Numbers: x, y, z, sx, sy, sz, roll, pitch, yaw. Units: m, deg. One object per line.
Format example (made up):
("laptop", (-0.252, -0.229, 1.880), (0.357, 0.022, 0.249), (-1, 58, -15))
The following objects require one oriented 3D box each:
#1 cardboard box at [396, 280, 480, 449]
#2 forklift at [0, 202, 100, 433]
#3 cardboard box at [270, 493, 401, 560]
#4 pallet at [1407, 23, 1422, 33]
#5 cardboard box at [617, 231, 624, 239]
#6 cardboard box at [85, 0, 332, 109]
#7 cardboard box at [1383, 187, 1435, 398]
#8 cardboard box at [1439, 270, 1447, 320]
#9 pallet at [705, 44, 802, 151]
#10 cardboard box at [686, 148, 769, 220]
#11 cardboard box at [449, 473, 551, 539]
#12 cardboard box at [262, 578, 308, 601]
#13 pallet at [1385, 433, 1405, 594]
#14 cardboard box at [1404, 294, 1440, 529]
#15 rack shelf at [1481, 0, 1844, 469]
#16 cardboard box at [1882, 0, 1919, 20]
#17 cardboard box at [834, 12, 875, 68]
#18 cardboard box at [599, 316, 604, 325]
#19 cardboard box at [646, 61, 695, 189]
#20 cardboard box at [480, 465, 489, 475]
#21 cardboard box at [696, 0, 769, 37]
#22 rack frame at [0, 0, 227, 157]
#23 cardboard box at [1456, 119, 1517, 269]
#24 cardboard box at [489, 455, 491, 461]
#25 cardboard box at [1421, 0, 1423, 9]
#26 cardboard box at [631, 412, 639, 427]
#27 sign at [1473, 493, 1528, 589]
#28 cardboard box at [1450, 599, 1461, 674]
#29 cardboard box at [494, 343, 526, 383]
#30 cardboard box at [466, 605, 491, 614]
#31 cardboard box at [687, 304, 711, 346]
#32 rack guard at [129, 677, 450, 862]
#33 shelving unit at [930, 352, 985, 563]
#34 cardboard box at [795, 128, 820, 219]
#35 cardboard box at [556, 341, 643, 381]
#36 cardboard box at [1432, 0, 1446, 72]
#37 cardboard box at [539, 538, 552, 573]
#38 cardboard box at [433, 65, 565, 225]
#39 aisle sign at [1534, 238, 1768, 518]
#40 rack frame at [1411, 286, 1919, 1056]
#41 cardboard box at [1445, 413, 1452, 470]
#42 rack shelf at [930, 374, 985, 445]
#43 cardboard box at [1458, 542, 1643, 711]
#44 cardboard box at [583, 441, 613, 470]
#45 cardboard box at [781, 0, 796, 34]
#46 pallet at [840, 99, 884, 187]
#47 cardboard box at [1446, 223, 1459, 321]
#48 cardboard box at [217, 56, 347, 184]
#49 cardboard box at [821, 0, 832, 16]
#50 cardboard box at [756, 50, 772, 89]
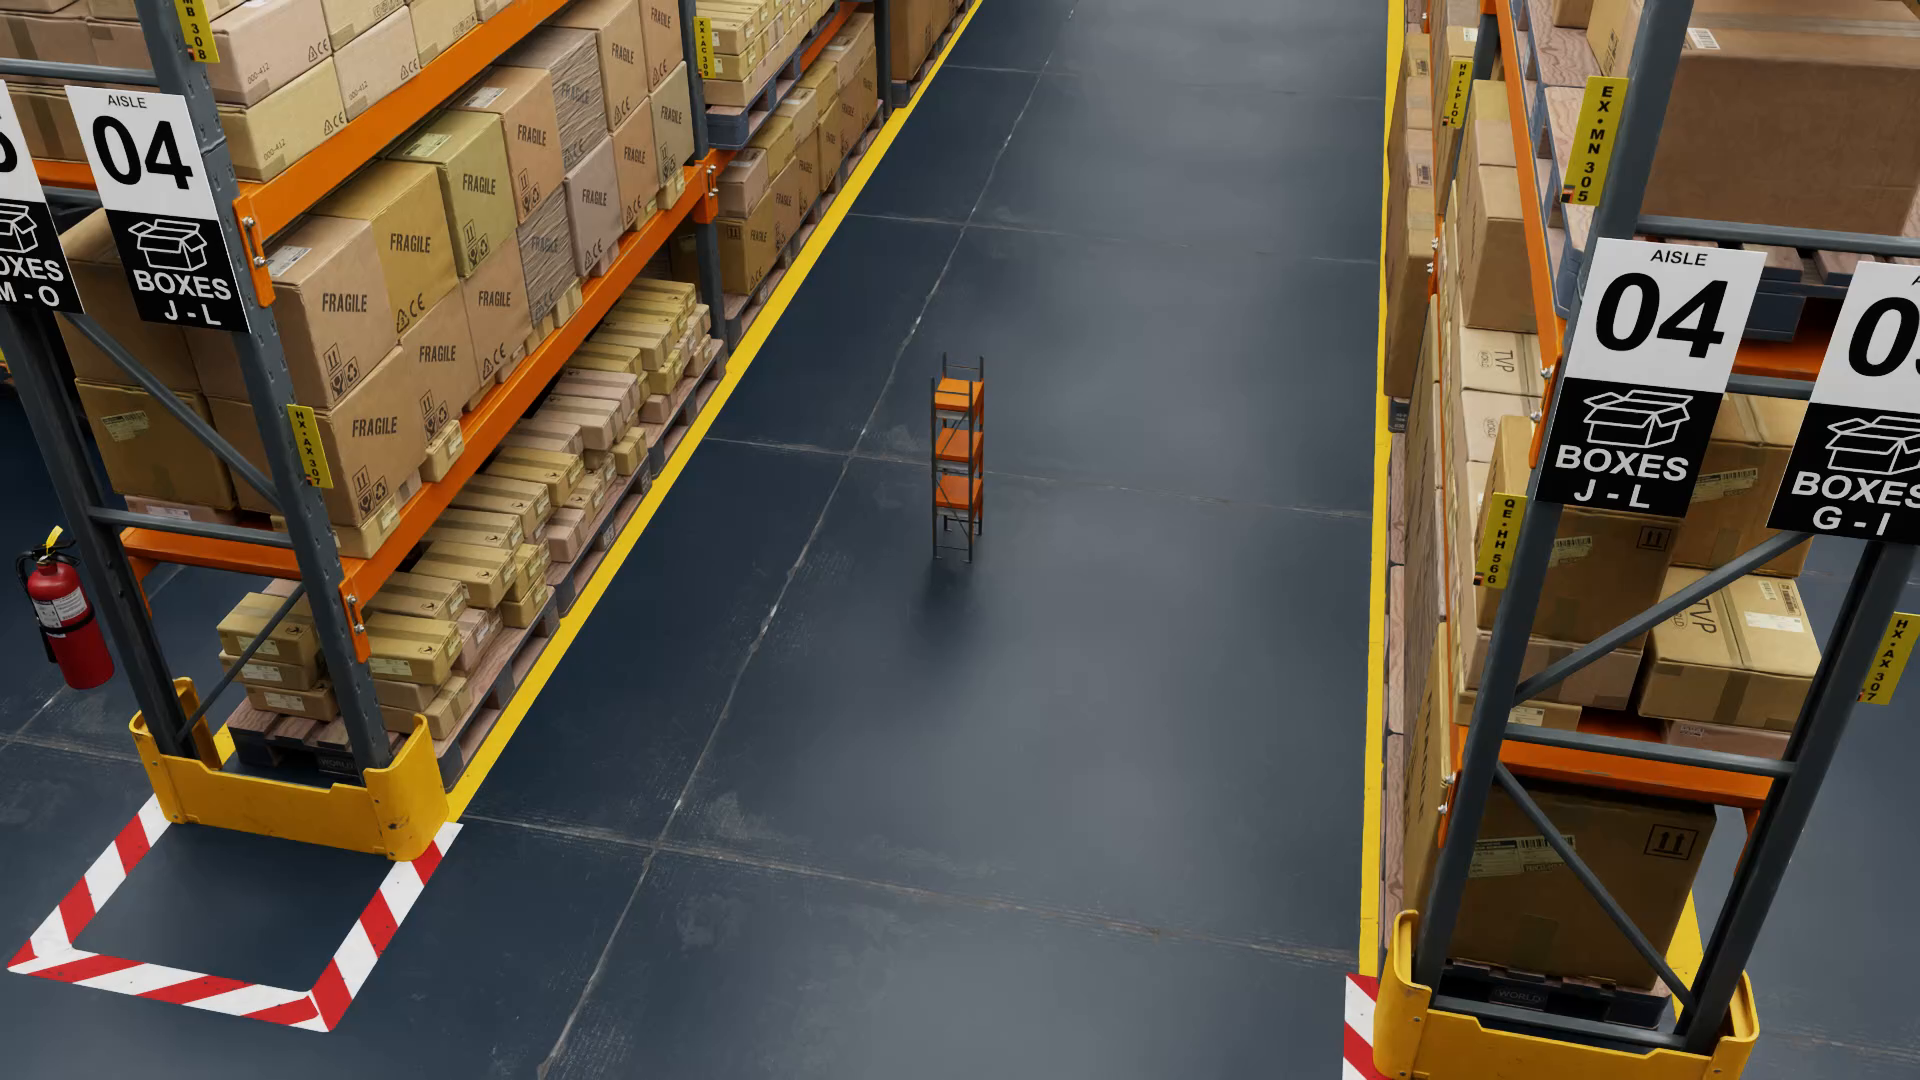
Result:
("cardboard box", (-2.291, -0.727, 6.629), (0.500, 0.500, 0.500), (7, 37, 10))
("forklift", (-4.938, -2.151, 8.990), (3.031, 2.935, 1.130), (20, 40, 25))
("cardboard box", (-2.356, -0.077, 6.284), (0.380, 0.149, 0.250), (7, 37, 10))
("pallet", (4.218, -3.956, 13.799), (1.003, 0.211, 1.213), (7, 37, 10))
("cardboard box", (-1.910, -1.586, 8.366), (0.380, 0.149, 0.250), (6, 36, 9))
("cardboard box", (-2.396, -1.615, 5.338), (0.500, 0.250, 0.500), (8, 37, 11))
("cardboard box", (3.050, -1.326, 9.247), (1.225, 0.875, 0.875), (7, 37, 10))
("cardboard box", (2.433, -1.116, 7.718), (0.380, 0.149, 0.250), (8, 37, 11))
("pallet", (-1.586, -2.669, 9.810), (1.003, 0.211, 1.213), (7, 37, 10))
("cardboard box", (-1.476, -2.179, 10.104), (0.500, 0.250, 0.500), (6, 36, 8))
("cardboard box", (-2.141, -0.160, 7.749), (0.380, 0.149, 0.250), (9, 37, 12))
("cardboard box", (-2.771, 0.238, 7.201), (0.380, 0.149, 0.250), (8, 37, 11))
("pallet", (2.694, -0.092, 8.467), (1.003, 0.211, 1.213), (7, 37, 10))
("cardboard box", (2.713, -0.589, 8.229), (0.875, 0.875, 0.875), (7, 37, 10))
("rack shelf", (2.505, -1.424, 5.986), (1.077, 0.370, 4.000), (7, 37, 10))
("cardboard box", (2.375, -1.432, 4.855), (0.700, 0.500, 0.500), (6, 36, 8))
("cardboard box", (-0.927, -3.657, 12.143), (0.500, 0.250, 0.500), (6, 36, 9))
("cardboard box", (-2.282, -1.295, 9.569), (0.380, 0.149, 0.250), (9, 37, 12))
("cardboard box", (-1.719, -2.175, 8.627), (0.500, 0.500, 0.500), (7, 37, 10))
("cardboard box", (-2.502, -0.265, 8.401), (0.380, 0.149, 0.250), (8, 37, 11))
("cardboard box", (-1.305, -2.965, 9.404), (0.380, 0.149, 0.250), (8, 37, 11))
("rack frame", (-2.746, -2.463, 4.250), (1.000, 3.000, 0.127), (7, 37, 10))
("cardboard box", (2.468, -1.487, 7.251), (0.500, 0.500, 0.500), (7, 37, 10))
("cardboard box", (-2.523, -0.549, 8.539), (0.380, 0.149, 0.250), (7, 37, 10))
("cardboard box", (4.369, -4.779, 14.313), (0.700, 0.500, 0.500), (7, 37, 10))
("cardboard box", (-1.948, -0.641, 8.920), (0.380, 0.149, 0.250), (6, 36, 9))
("sign", (1.551, 0.005, 4.768), (0.100, 0.325, 0.005), (7, 37, 10))
("cardboard box", (1.886, 0.353, 5.691), (0.380, 0.149, 0.250), (8, 37, 10))
("cardboard box", (-2.149, -0.831, 7.325), (0.380, 0.149, 0.250), (7, 36, 9))
("cardboard box", (-2.304, 0.261, 7.422), (0.380, 0.149, 0.250), (8, 37, 11))
("cardboard box", (-1.648, -1.243, 9.497), (0.380, 0.149, 0.250), (8, 37, 11))
("rack guard", (-2.730, 0.935, 6.804), (1.175, 0.500, 0.348), (7, 37, 10))
("shelving unit", (-0.011, -0.394, 8.170), (0.215, 1.050, 0.252), (7, 37, 10))
("cardboard box", (-1.265, -2.481, 11.159), (0.500, 0.500, 0.500), (8, 37, 11))
("cardboard box", (-1.907, -0.913, 8.788), (0.380, 0.149, 0.250), (8, 37, 11))
("cardboard box", (3.203, -3.146, 10.220), (0.500, 0.500, 0.500), (7, 36, 9))
("cardboard box", (-2.176, 0.096, 7.903), (0.380, 0.149, 0.250), (7, 37, 10))
("cardboard box", (-2.051, -1.702, 7.121), (0.500, 0.500, 0.500), (6, 36, 8))
("aisle sign", (1.770, -0.403, 4.305), (0.394, 0.787, 0.004), (7, 37, 10))
("rack frame", (2.078, 0.646, 5.073), (1.000, 3.000, 0.127), (7, 37, 10))
("cardboard box", (2.159, -0.374, 6.694), (0.380, 0.149, 0.250), (8, 37, 11))
("rack shelf", (-0.011, -0.616, 8.009), (0.215, 0.259, 0.240), (7, 37, 10))
("cardboard box", (1.922, 0.275, 5.459), (0.500, 0.250, 0.500), (7, 36, 9))
("cardboard box", (-1.996, -0.499, 8.471), (0.380, 0.149, 0.250), (6, 36, 8))
("cardboard box", (-1.195, -3.130, 9.885), (0.380, 0.149, 0.250), (6, 36, 8))
("pallet", (-1.206, -3.043, 12.539), (1.003, 0.211, 1.213), (7, 37, 10))
("cardboard box", (2.465, -1.186, 7.475), (0.500, 0.250, 0.500), (7, 37, 10))
("cardboard box", (-2.400, -1.413, 5.485), (0.500, 0.250, 0.500), (9, 37, 12))
("cardboard box", (-1.028, -3.457, 10.590), (0.380, 0.149, 0.250), (6, 36, 8))
("cardboard box", (-1.305, -2.723, 9.578), (0.380, 0.149, 0.250), (8, 37, 11))
